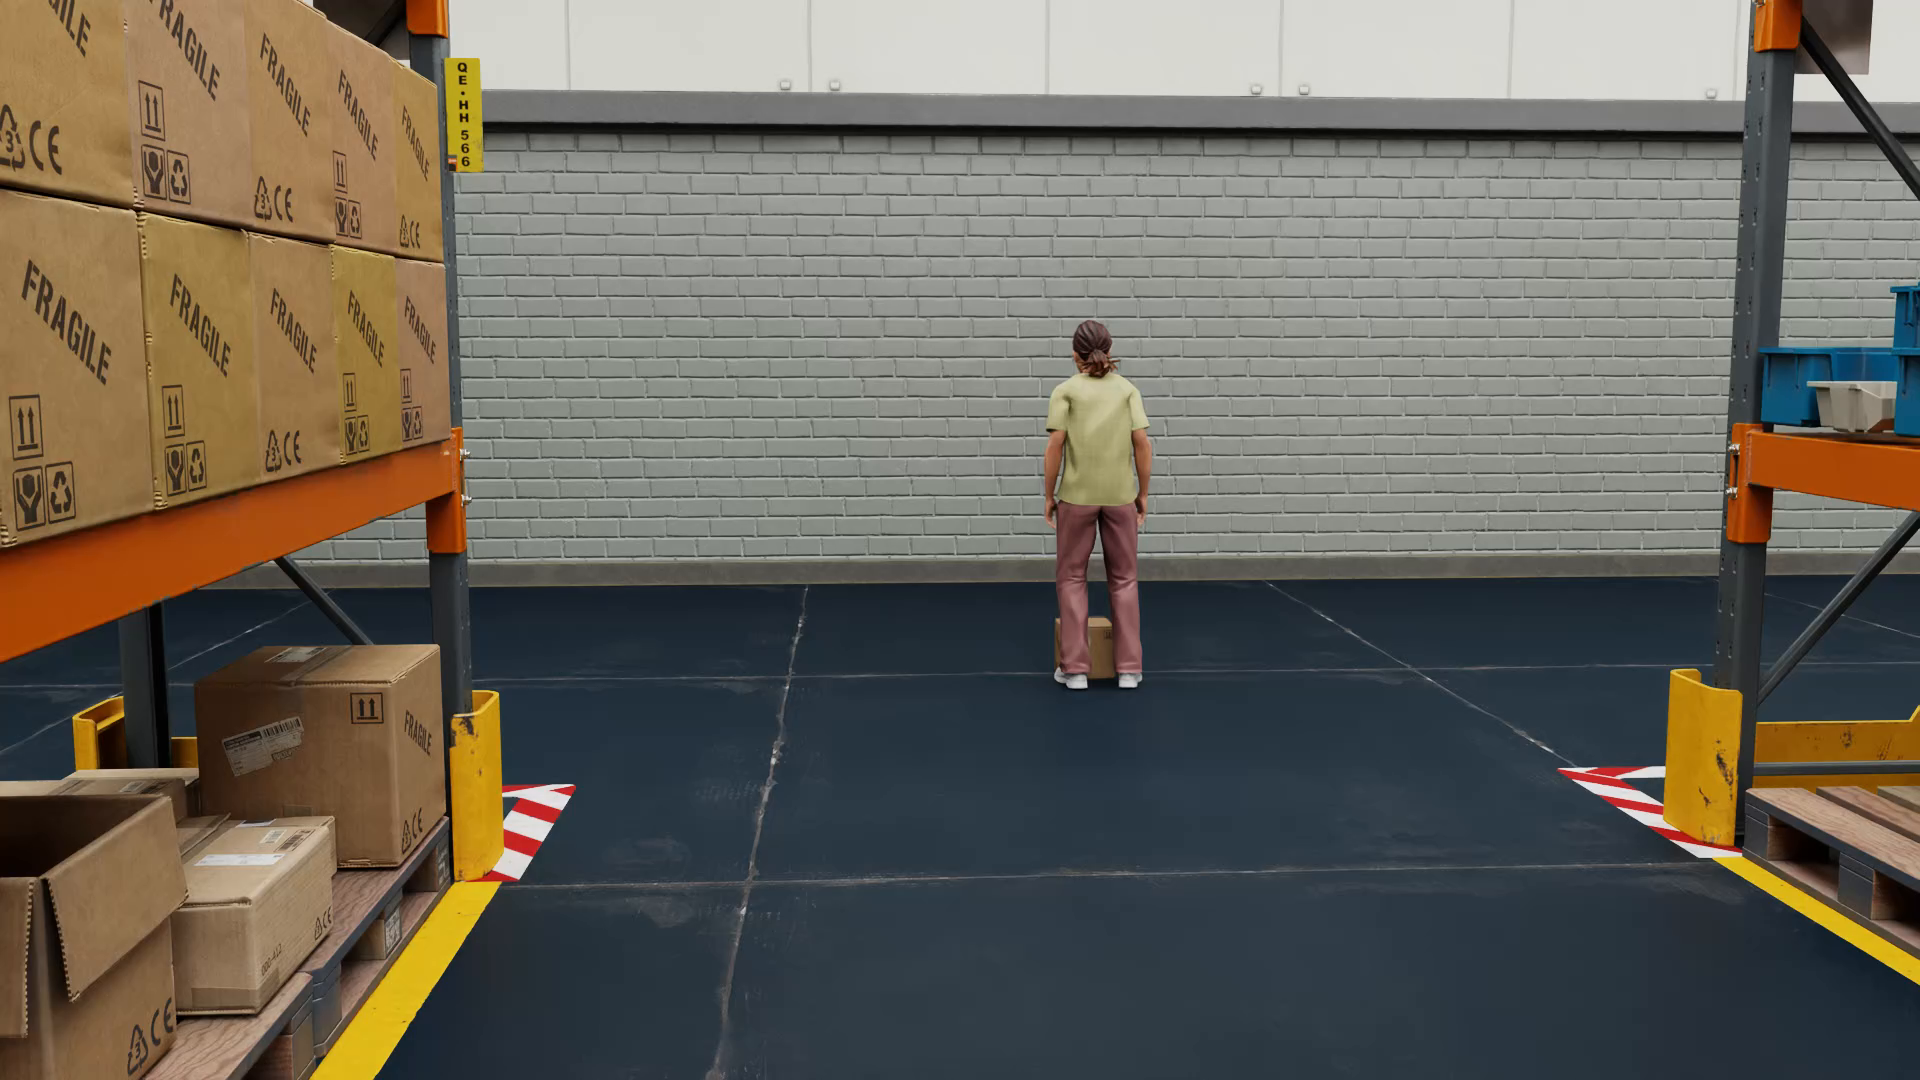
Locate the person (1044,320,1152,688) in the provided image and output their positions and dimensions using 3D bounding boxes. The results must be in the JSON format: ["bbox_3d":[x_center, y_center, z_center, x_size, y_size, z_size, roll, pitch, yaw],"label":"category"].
[{"bbox_3d":[0.617,-0.160,7.576,0.498,1.672,0.363,-1,7,-6],"label":"person"}]
